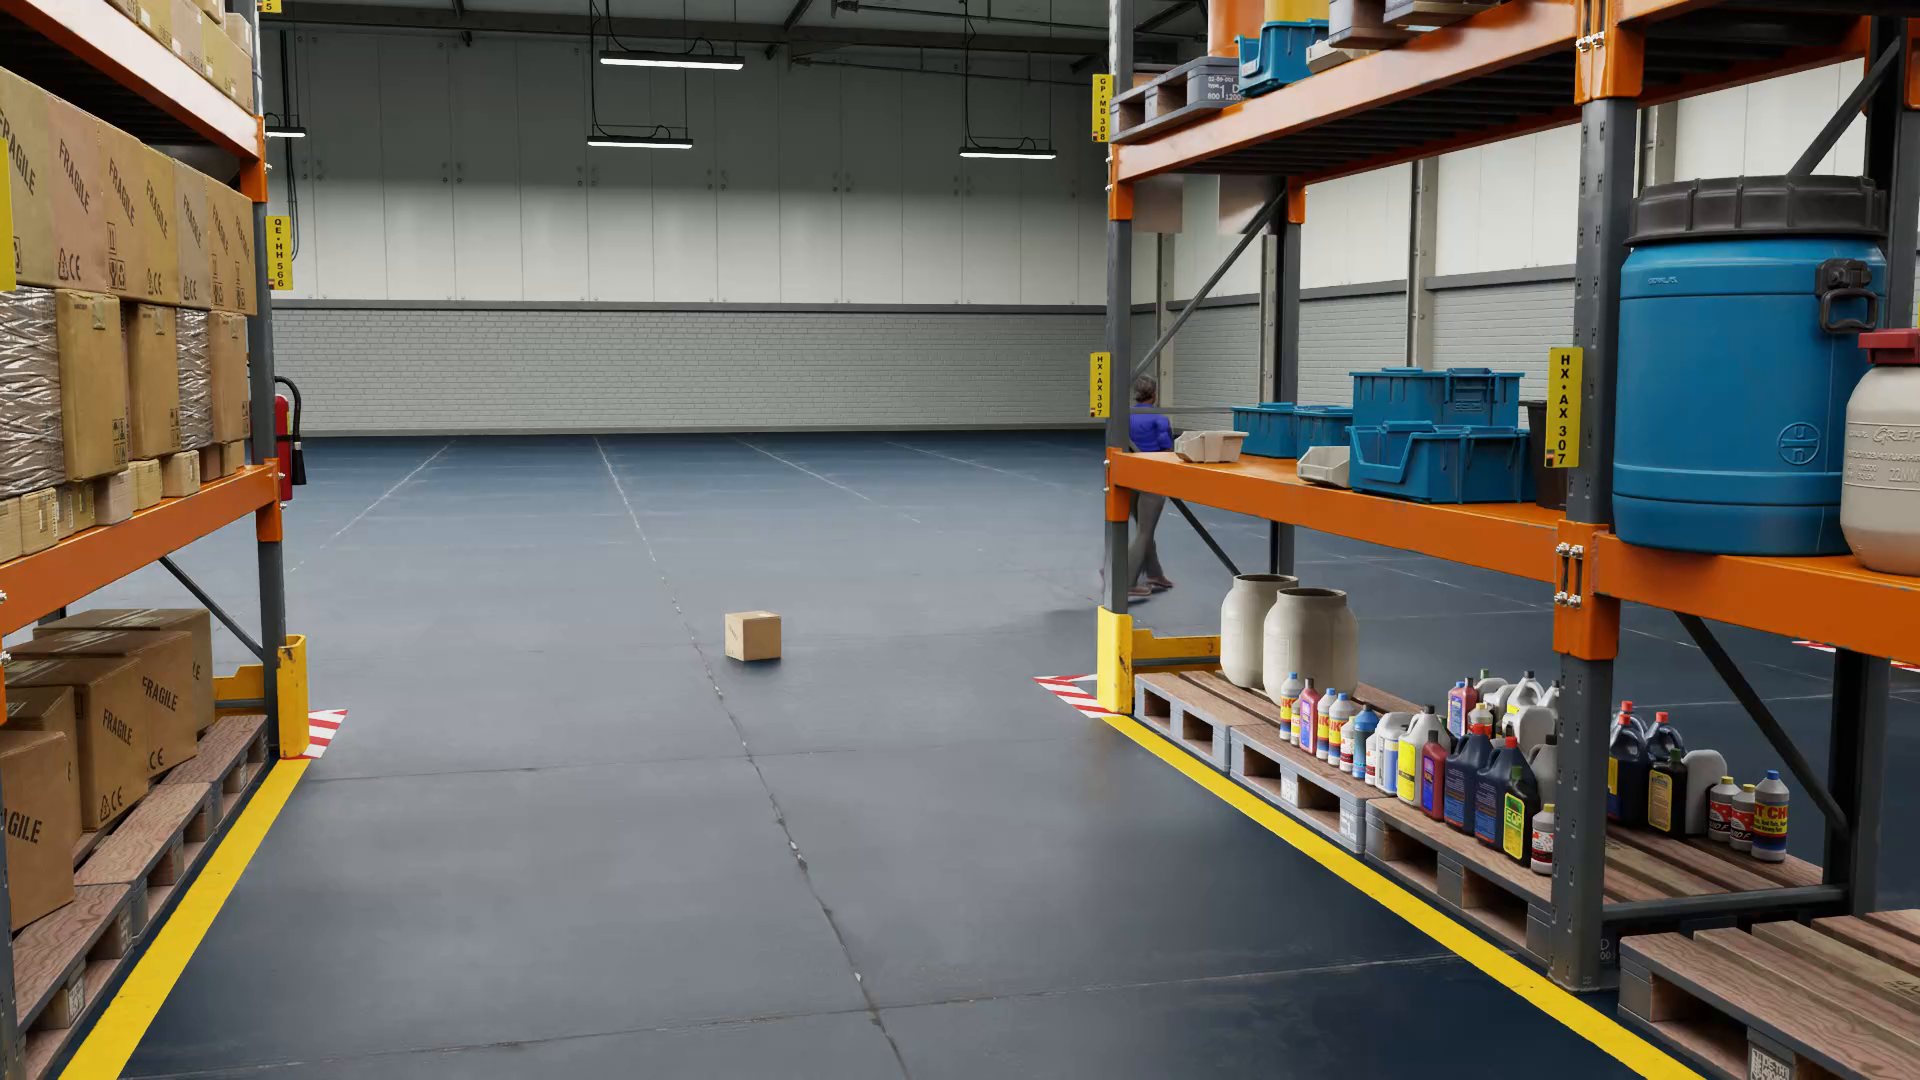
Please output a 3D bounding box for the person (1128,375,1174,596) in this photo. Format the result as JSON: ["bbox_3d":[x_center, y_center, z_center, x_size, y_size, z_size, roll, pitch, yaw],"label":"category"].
[{"bbox_3d":[1.451,-0.408,12.373,0.456,1.636,0.852,6,8,42],"label":"person"}]
